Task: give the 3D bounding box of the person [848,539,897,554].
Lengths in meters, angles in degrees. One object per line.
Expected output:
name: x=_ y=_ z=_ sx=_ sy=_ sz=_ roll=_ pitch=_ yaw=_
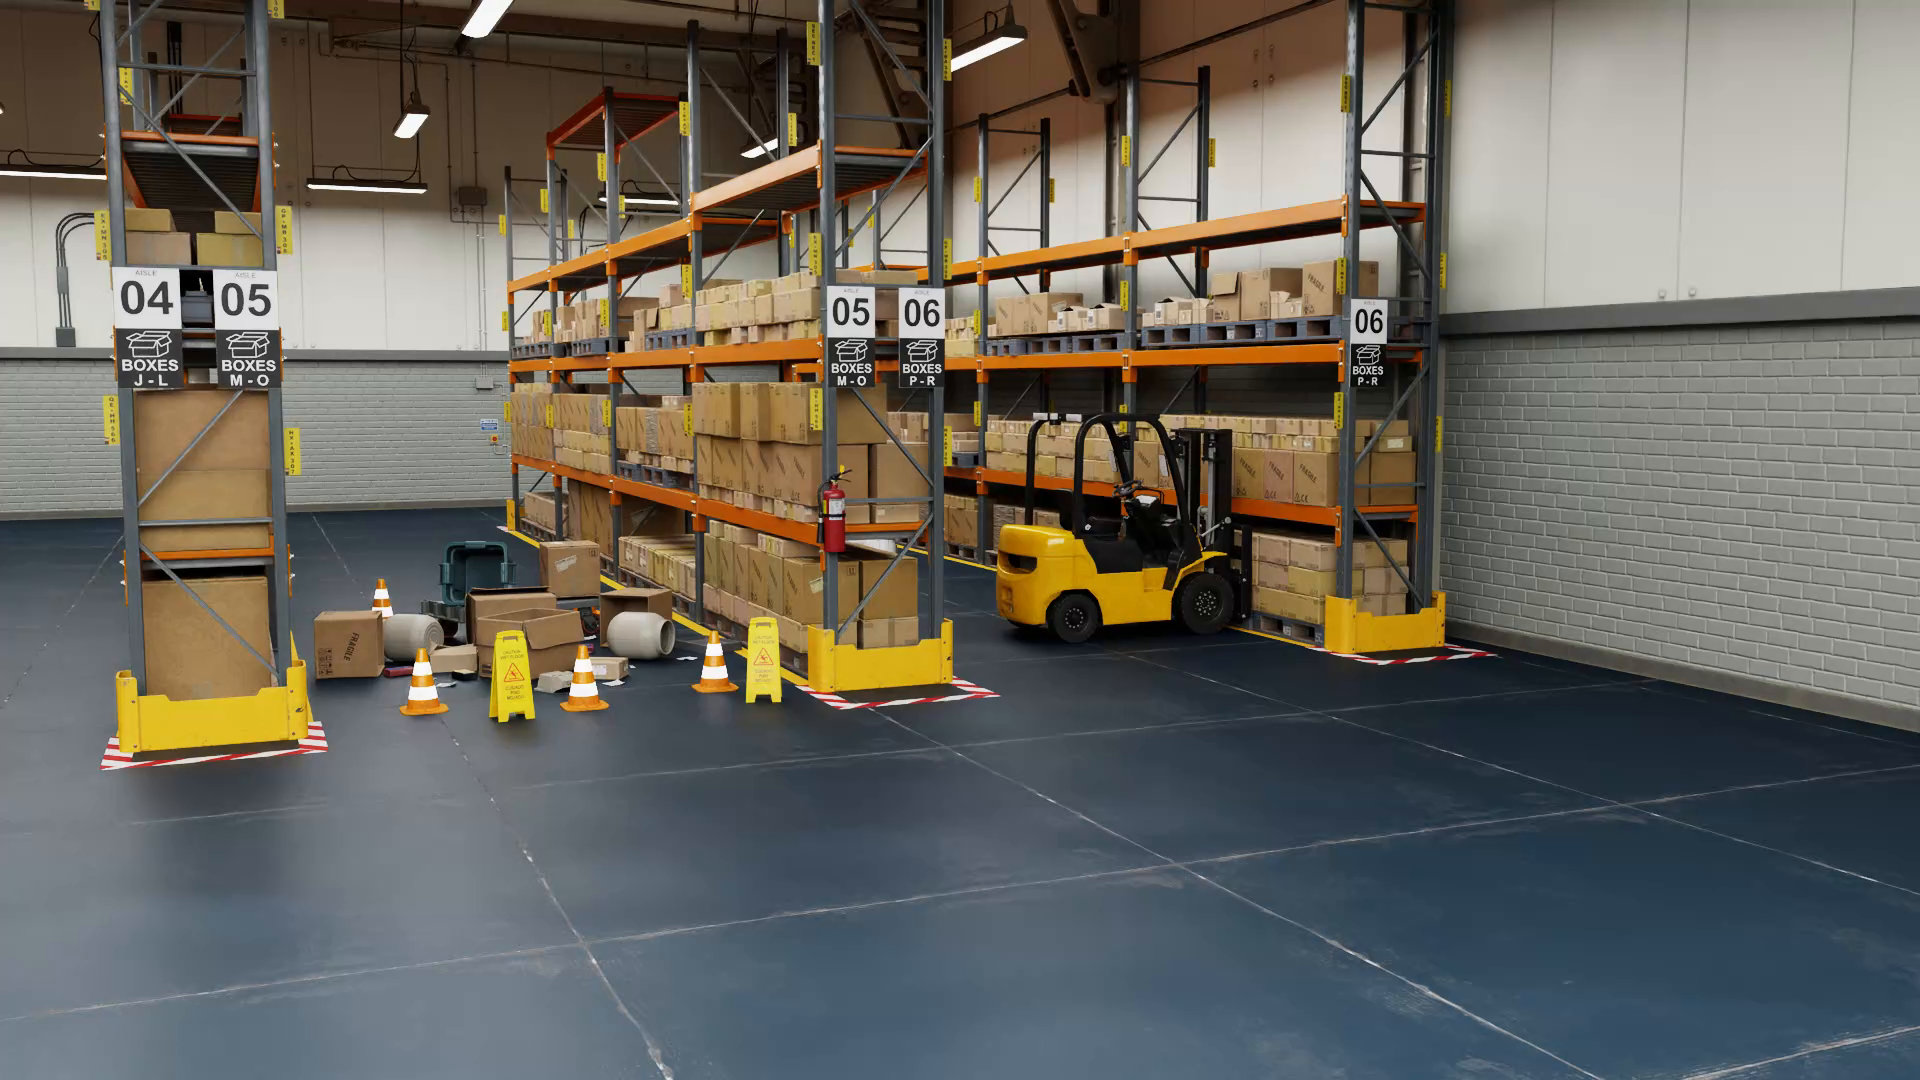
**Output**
person: x=-1.045 y=0.355 z=18.121 sx=0.525 sy=0.824 sz=1.026 roll=-3 pitch=6 yaw=-26
